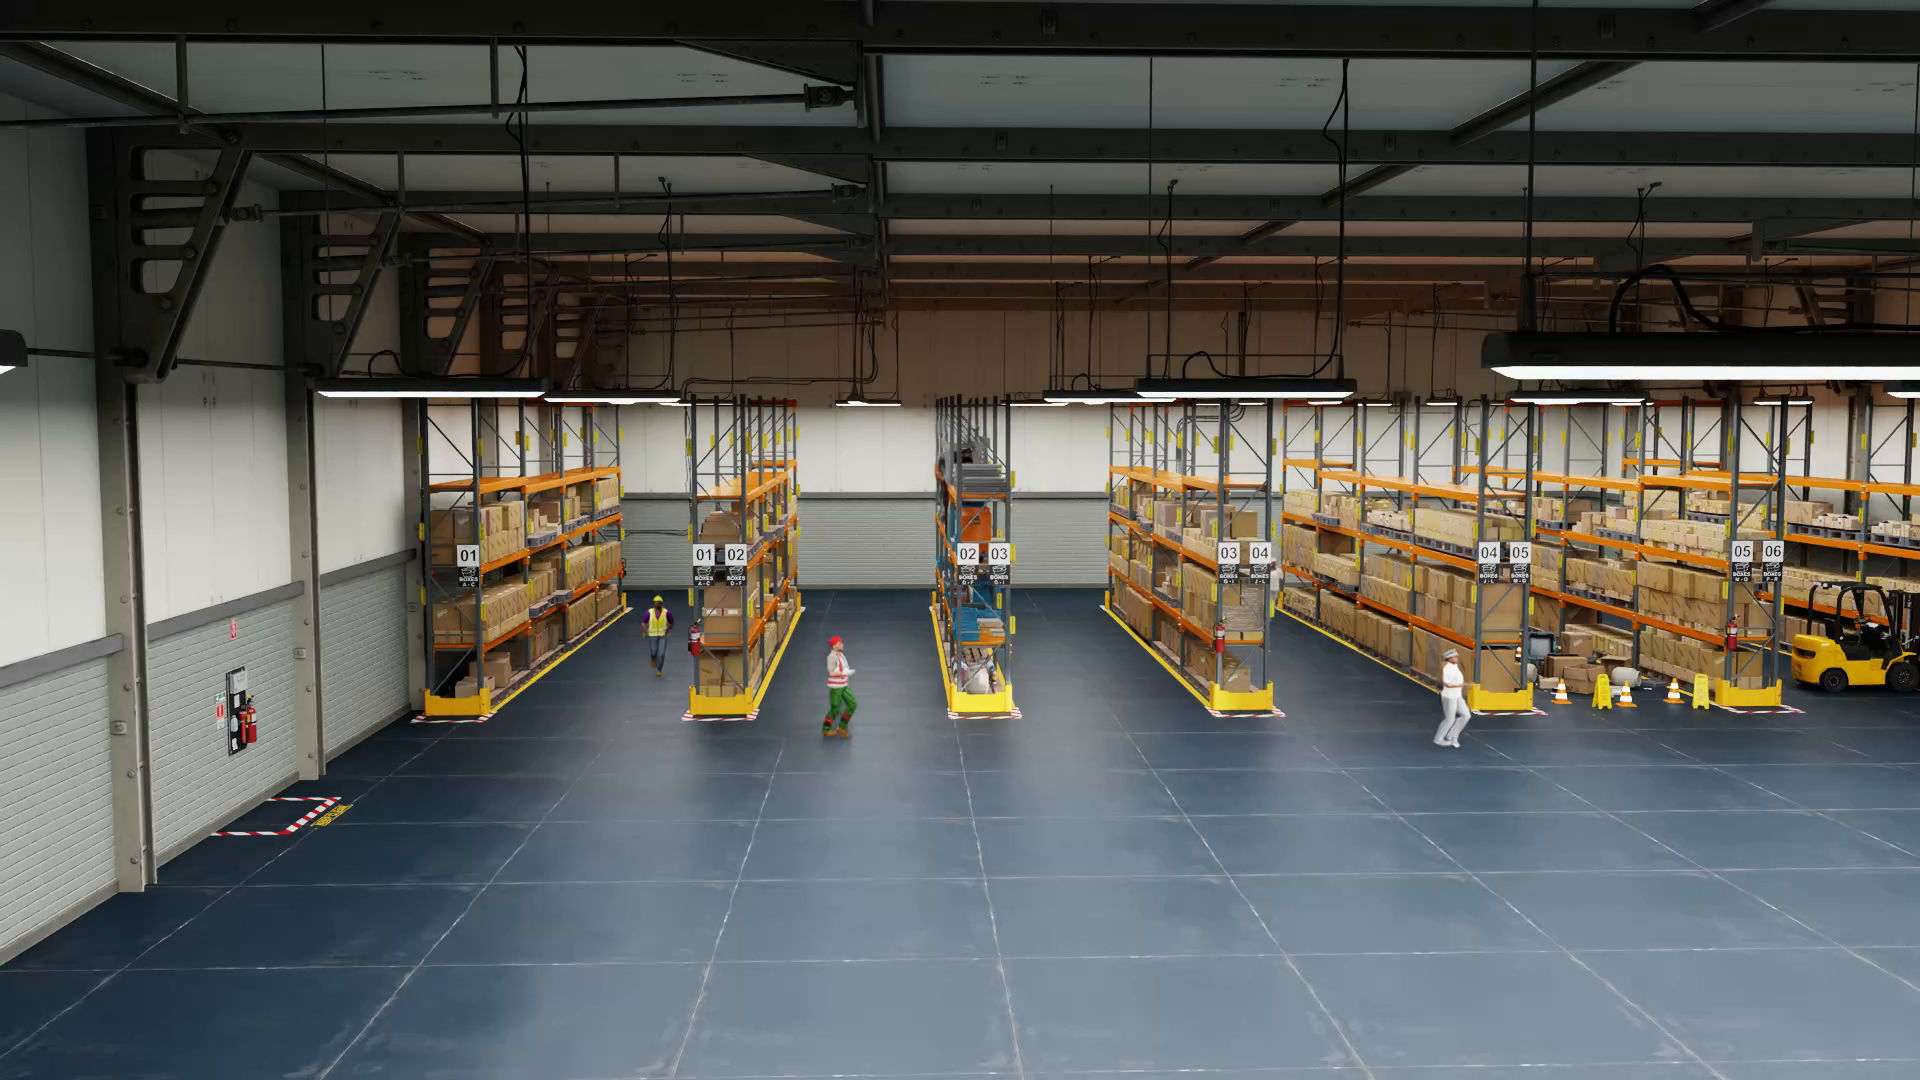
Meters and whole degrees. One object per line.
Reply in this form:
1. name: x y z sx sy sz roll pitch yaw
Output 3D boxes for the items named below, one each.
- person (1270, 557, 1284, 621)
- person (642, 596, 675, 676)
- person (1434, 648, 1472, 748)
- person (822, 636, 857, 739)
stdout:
1. person: 8.359 1.350 44.520 0.673 1.773 0.700 -1 5 -11
2. person: -6.476 2.058 35.697 0.701 1.716 0.587 -1 5 -10
3. person: 8.348 2.682 28.071 0.652 1.716 0.556 3 6 37
4. person: -2.072 2.569 28.806 0.689 1.820 0.631 2 5 24
